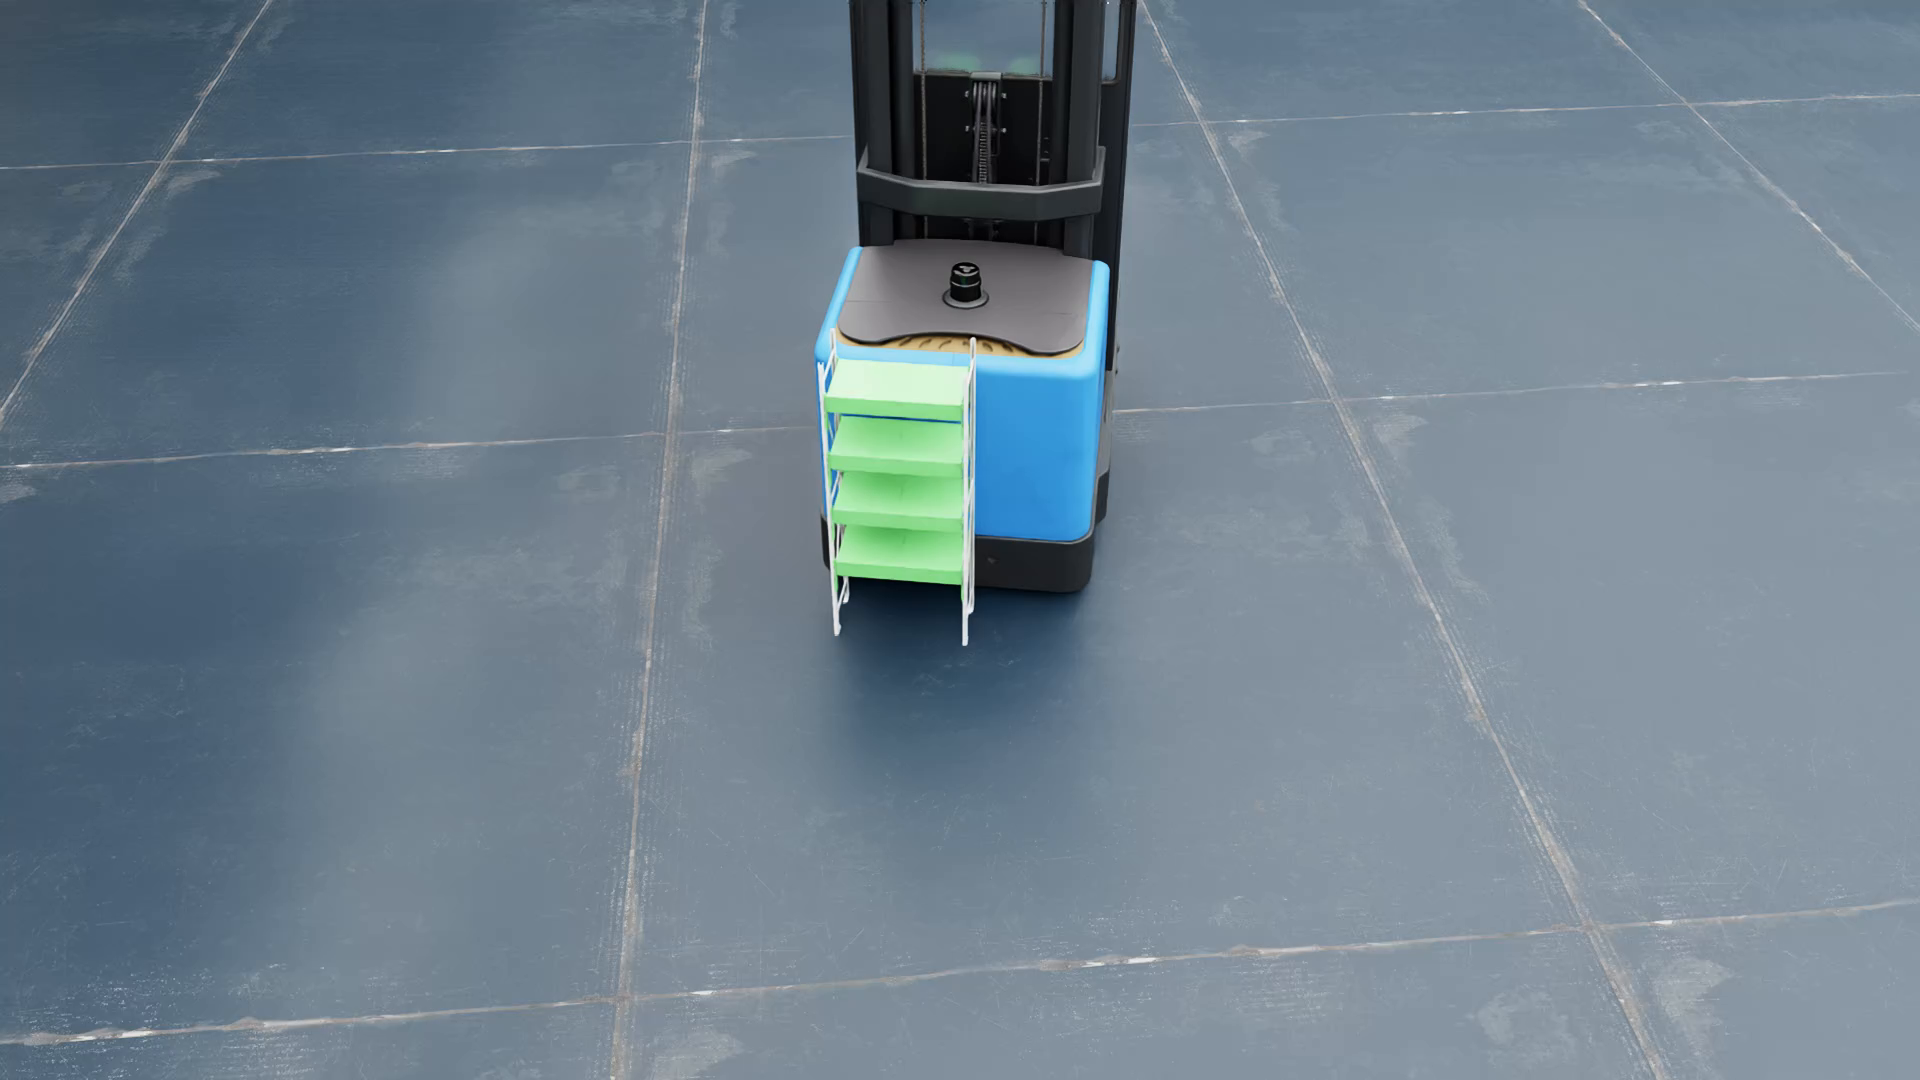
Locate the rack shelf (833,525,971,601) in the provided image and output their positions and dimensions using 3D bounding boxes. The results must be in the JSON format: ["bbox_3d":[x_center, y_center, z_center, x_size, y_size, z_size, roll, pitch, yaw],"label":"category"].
[{"bbox_3d":[-0.211,0.073,6.179,0.480,0.148,0.258,4,39,5],"label":"rack shelf"}]

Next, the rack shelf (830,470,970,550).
[{"bbox_3d":[-0.211,-0.115,6.030,0.480,0.148,0.258,4,39,5],"label":"rack shelf"}]

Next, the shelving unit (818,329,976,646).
[{"bbox_3d":[-0.211,-0.165,5.990,0.503,1.200,0.258,4,39,5],"label":"shelving unit"}]

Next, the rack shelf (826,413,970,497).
[{"bbox_3d":[-0.211,-0.303,5.881,0.480,0.148,0.258,4,39,5],"label":"rack shelf"}]

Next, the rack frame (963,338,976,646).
[{"bbox_3d":[0.032,-0.147,5.967,0.015,1.200,0.240,4,39,5],"label":"rack frame"}]

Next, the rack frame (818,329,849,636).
[{"bbox_3d":[-0.453,-0.183,6.013,0.015,1.200,0.240,4,39,5],"label":"rack frame"}]

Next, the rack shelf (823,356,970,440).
[{"bbox_3d":[-0.211,-0.492,5.732,0.480,0.148,0.258,4,39,5],"label":"rack shelf"}]

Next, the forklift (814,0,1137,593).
[{"bbox_3d":[0.154,-1.855,6.735,1.130,2.935,3.031,4,38,5],"label":"forklift"}]
